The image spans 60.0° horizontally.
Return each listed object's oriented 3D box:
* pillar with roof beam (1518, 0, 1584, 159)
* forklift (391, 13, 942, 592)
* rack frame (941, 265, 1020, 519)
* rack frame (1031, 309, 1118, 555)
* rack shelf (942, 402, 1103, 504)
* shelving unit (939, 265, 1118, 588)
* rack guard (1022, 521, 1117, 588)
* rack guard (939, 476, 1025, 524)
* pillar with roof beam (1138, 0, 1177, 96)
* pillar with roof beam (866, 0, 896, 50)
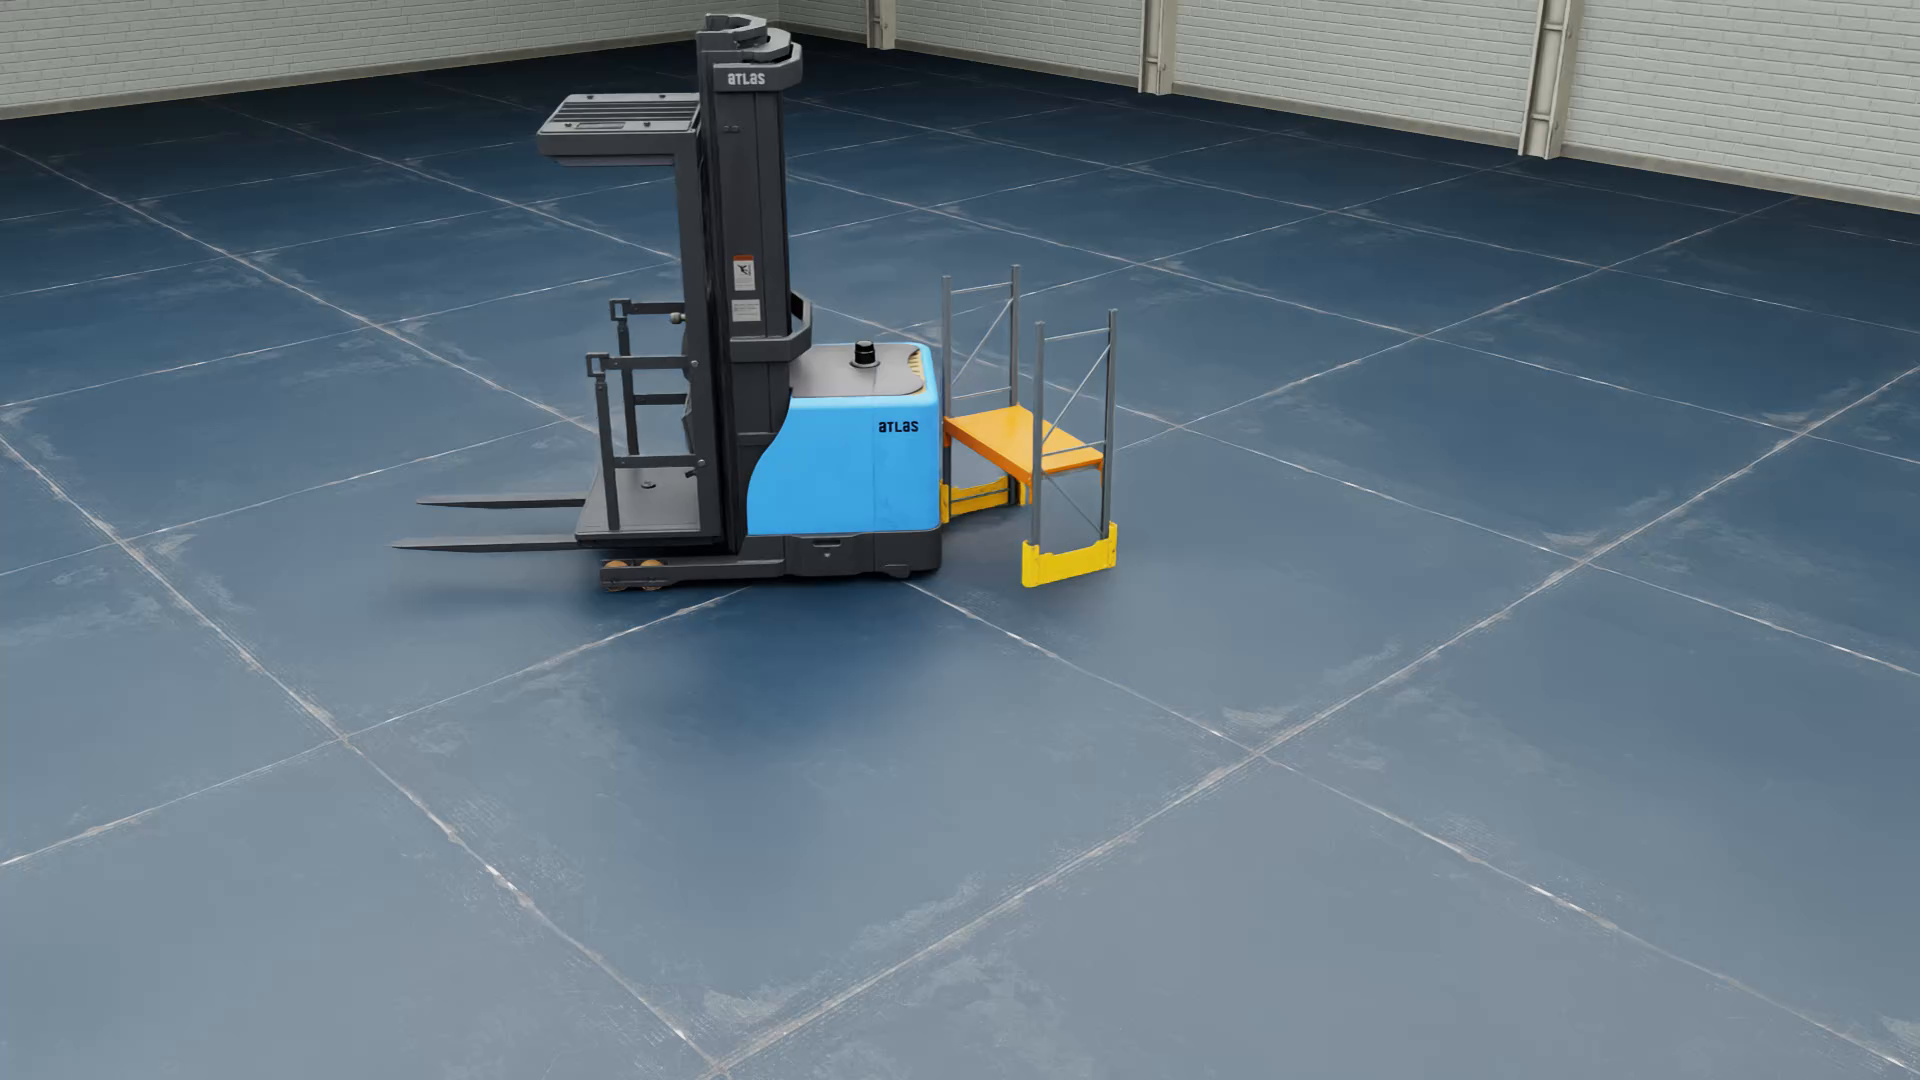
[{"bbox_3d":[3.750,-7.452,15.242,9.100,9.000,0.400,-21,32,-38],"label":"pillar with roof beam"},{"bbox_3d":[-1.642,-1.277,9.018,3.031,2.935,1.130,-2,25,-4],"label":"forklift"},{"bbox_3d":[0.121,-0.858,9.824,0.500,1.500,0.032,-13,28,-26],"label":"rack frame"},{"bbox_3d":[0.613,-0.489,9.015,0.500,1.500,0.032,-13,28,-26],"label":"rack frame"},{"bbox_3d":[0.367,-0.510,9.494,0.538,0.185,1.000,-13,28,-26],"label":"rack shelf"},{"bbox_3d":[0.371,-0.670,9.412,0.587,1.500,1.083,-13,28,-26],"label":"shelving unit"},{"bbox_3d":[0.612,0.079,9.275,0.587,0.250,0.087,-13,28,-26],"label":"rack guard"},{"bbox_3d":[0.130,-0.282,10.068,0.587,0.250,0.087,-13,28,-26],"label":"rack guard"},{"bbox_3d":[-0.351,-9.269,19.227,9.100,9.000,0.400,-21,32,-38],"label":"pillar with roof beam"},{"bbox_3d":[-4.452,-11.087,23.211,9.100,9.000,0.400,-21,32,-38],"label":"pillar with roof beam"}]
